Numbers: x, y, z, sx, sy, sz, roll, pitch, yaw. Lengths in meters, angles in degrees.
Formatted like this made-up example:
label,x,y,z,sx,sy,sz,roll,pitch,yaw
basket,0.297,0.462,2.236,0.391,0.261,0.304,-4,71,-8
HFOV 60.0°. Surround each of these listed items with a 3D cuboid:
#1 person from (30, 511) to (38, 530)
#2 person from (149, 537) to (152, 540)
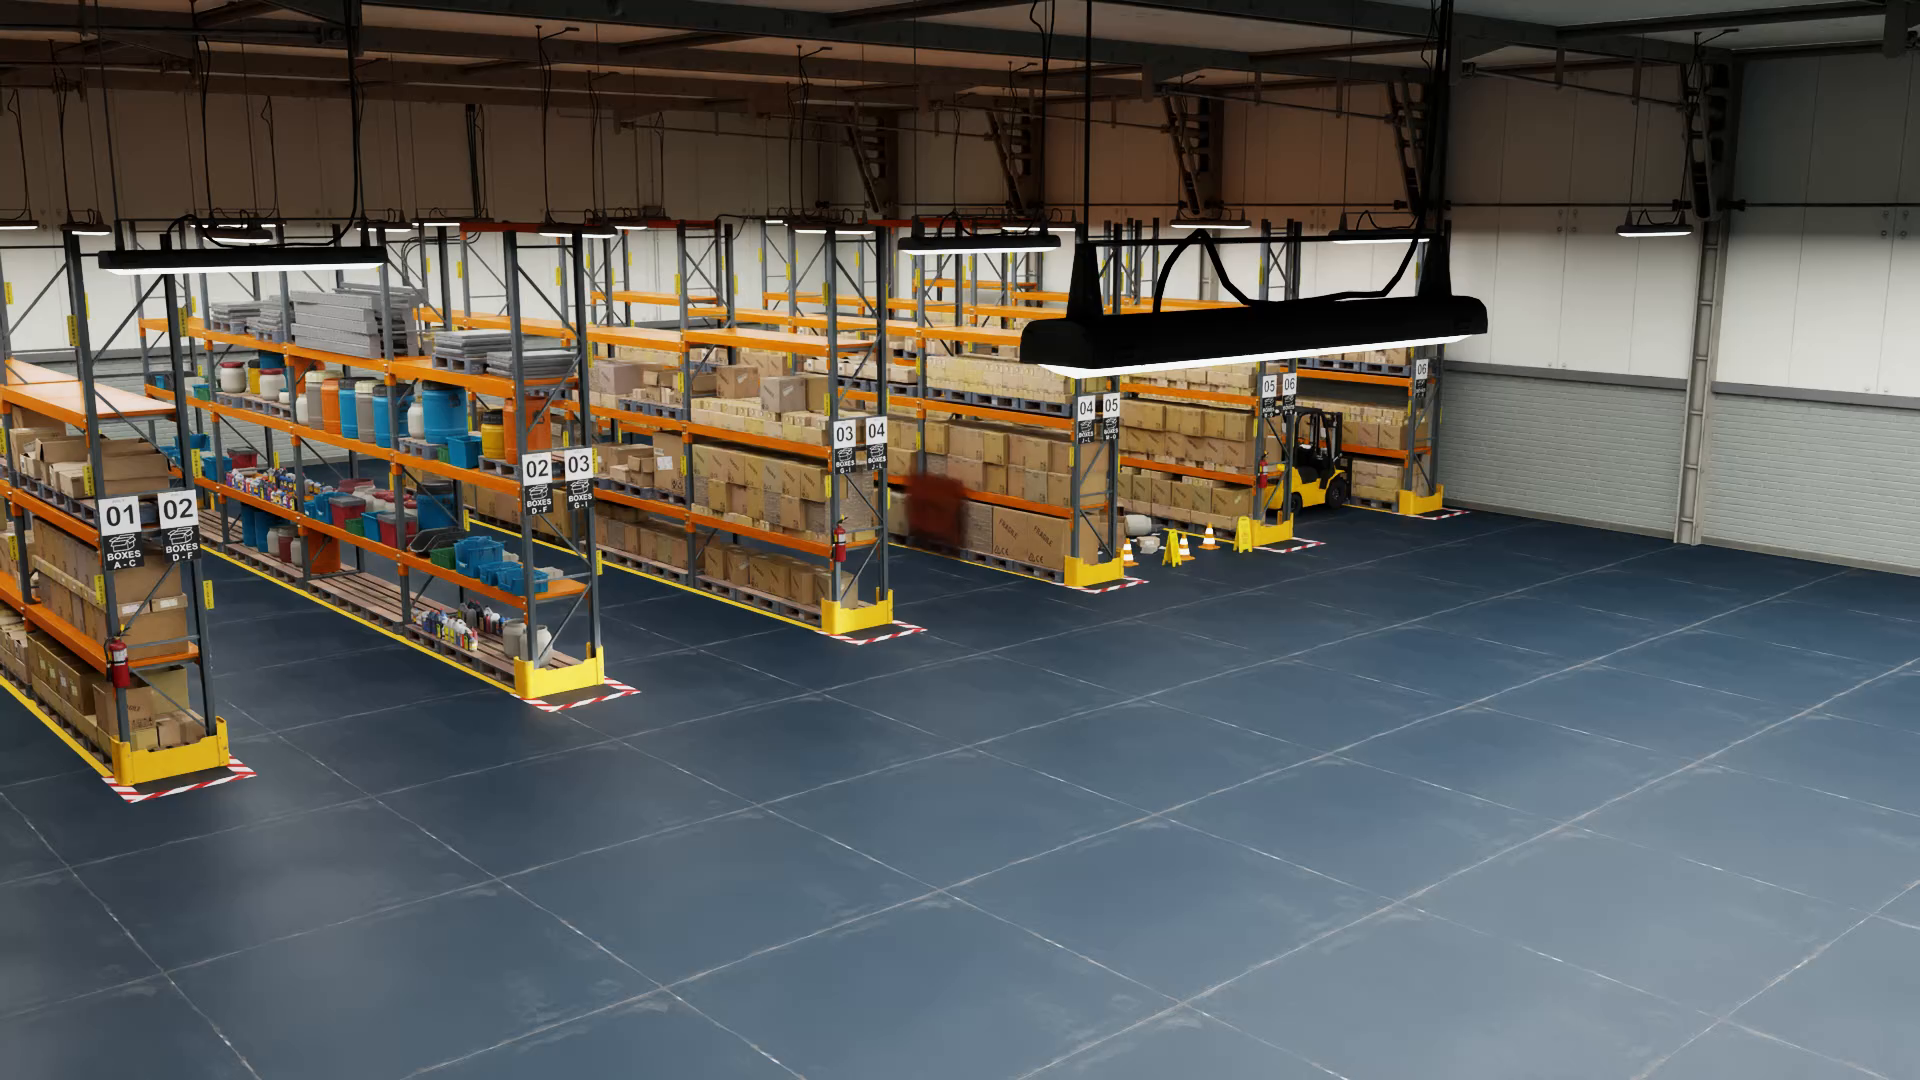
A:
label,x,y,z,sx,sy,sz,roll,pitch,yaw
person,-17.693,-0.841,31.962,0.483,1.682,0.688,3,12,16
person,-13.870,-0.032,28.007,0.455,1.598,0.437,-2,12,-10
